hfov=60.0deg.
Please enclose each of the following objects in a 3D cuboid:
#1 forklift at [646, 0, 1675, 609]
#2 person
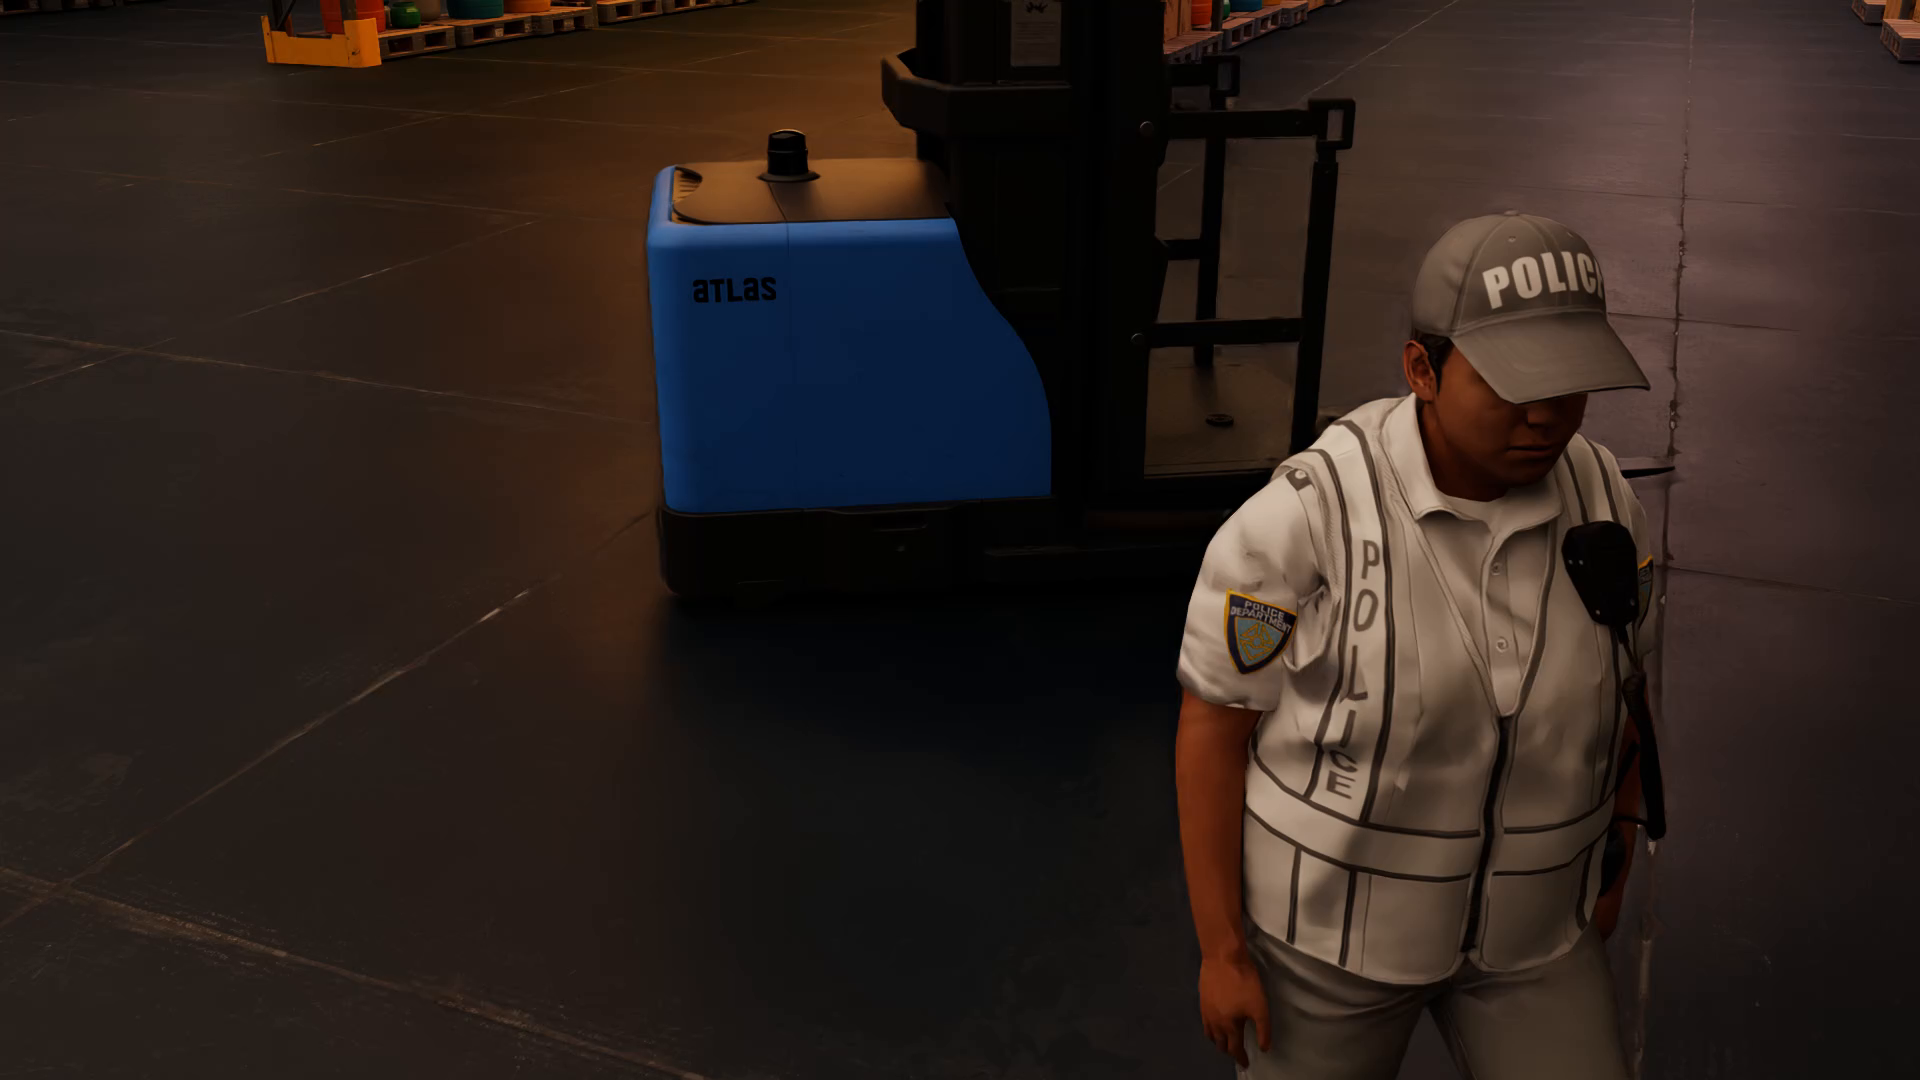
[{"bbox_3d":[0.624,-1.408,4.661,3.031,2.935,1.130,-3,23,-8],"label":"forklift"},{"bbox_3d":[0.538,0.477,1.917,0.589,1.714,0.481,-3,23,-7],"label":"person"}]
